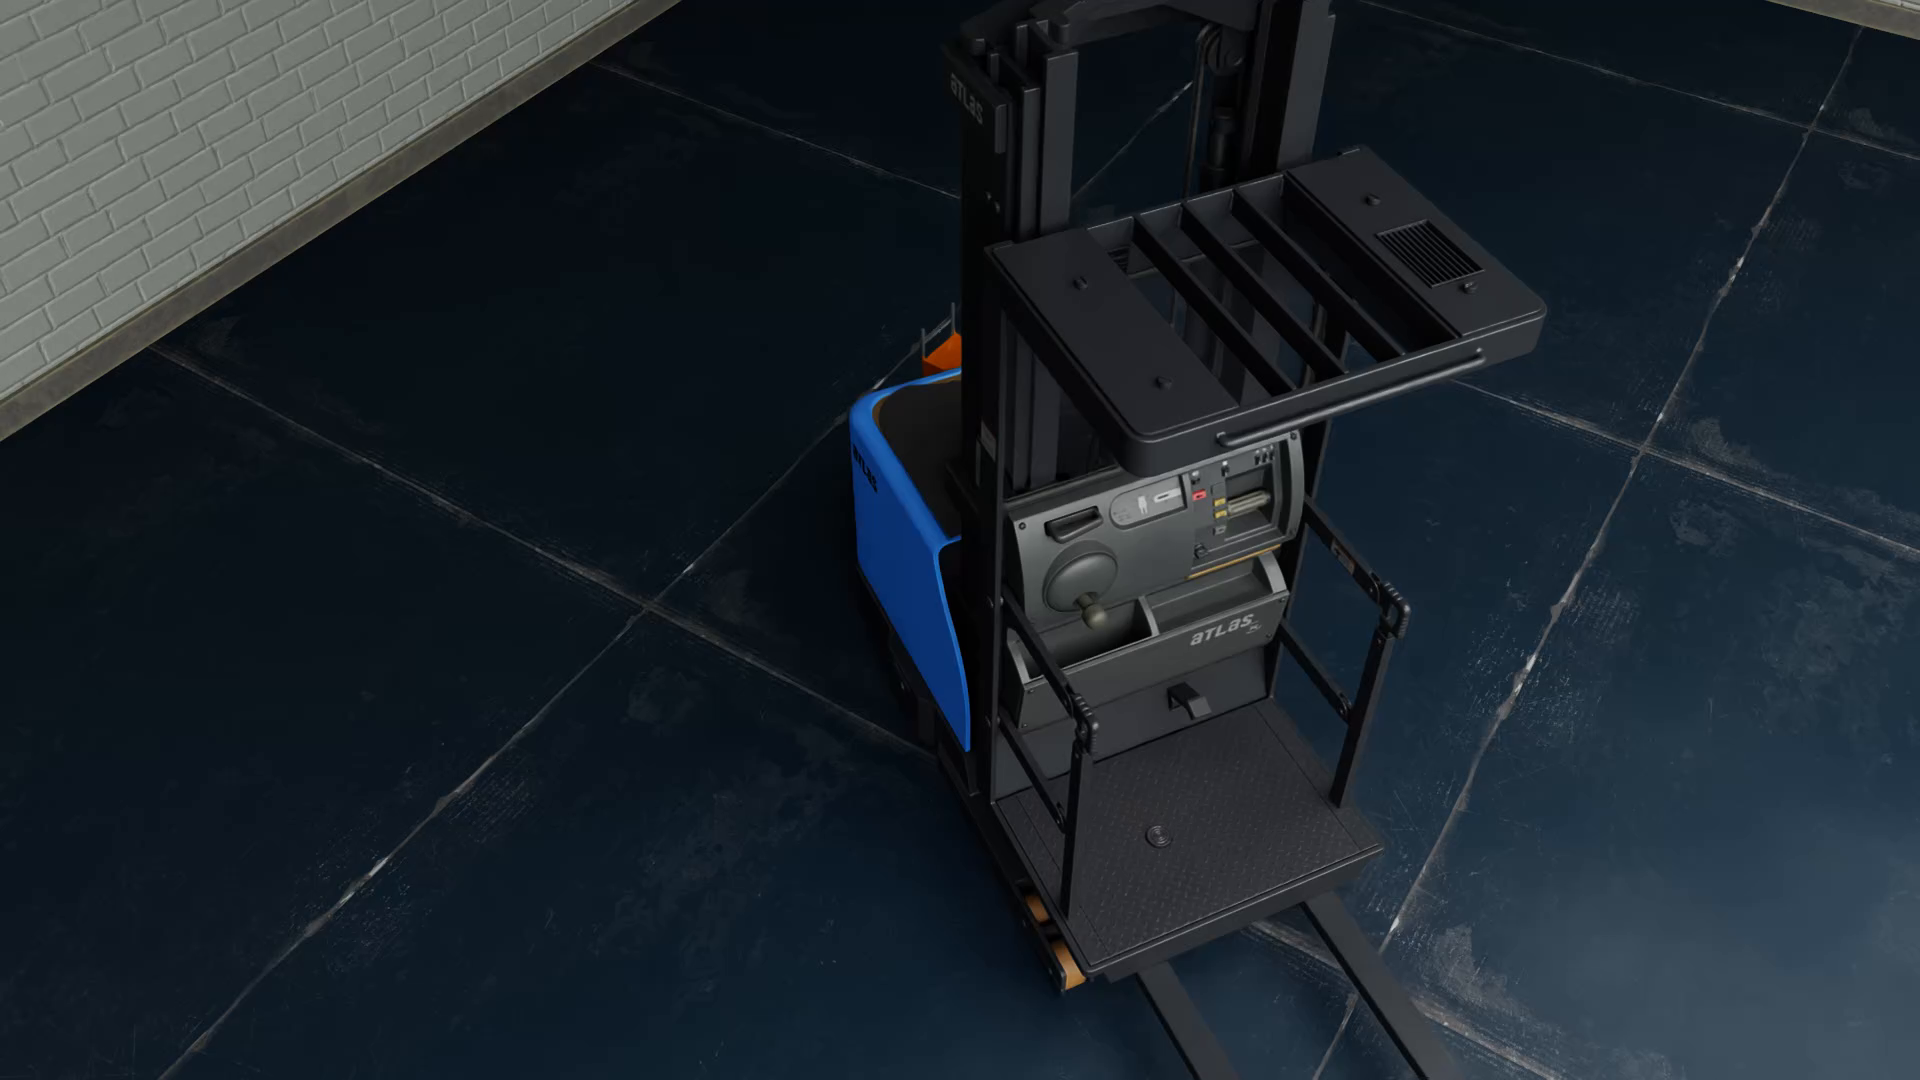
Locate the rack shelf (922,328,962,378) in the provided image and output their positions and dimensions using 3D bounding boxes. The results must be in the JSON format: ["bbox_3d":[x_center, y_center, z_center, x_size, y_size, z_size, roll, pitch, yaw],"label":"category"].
[{"bbox_3d":[0.017,-0.594,6.215,0.240,0.259,0.215,27,52,24],"label":"rack shelf"}]

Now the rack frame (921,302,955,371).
[{"bbox_3d":[-0.081,-0.455,6.461,0.008,1.050,0.200,27,52,24],"label":"rack frame"}]

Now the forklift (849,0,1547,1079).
[{"bbox_3d":[0.673,0.057,4.651,1.130,2.935,3.031,-18,49,-17],"label":"forklift"}]

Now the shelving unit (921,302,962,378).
[{"bbox_3d":[0.017,-0.404,6.411,0.252,1.050,0.215,27,52,24],"label":"shelving unit"}]
